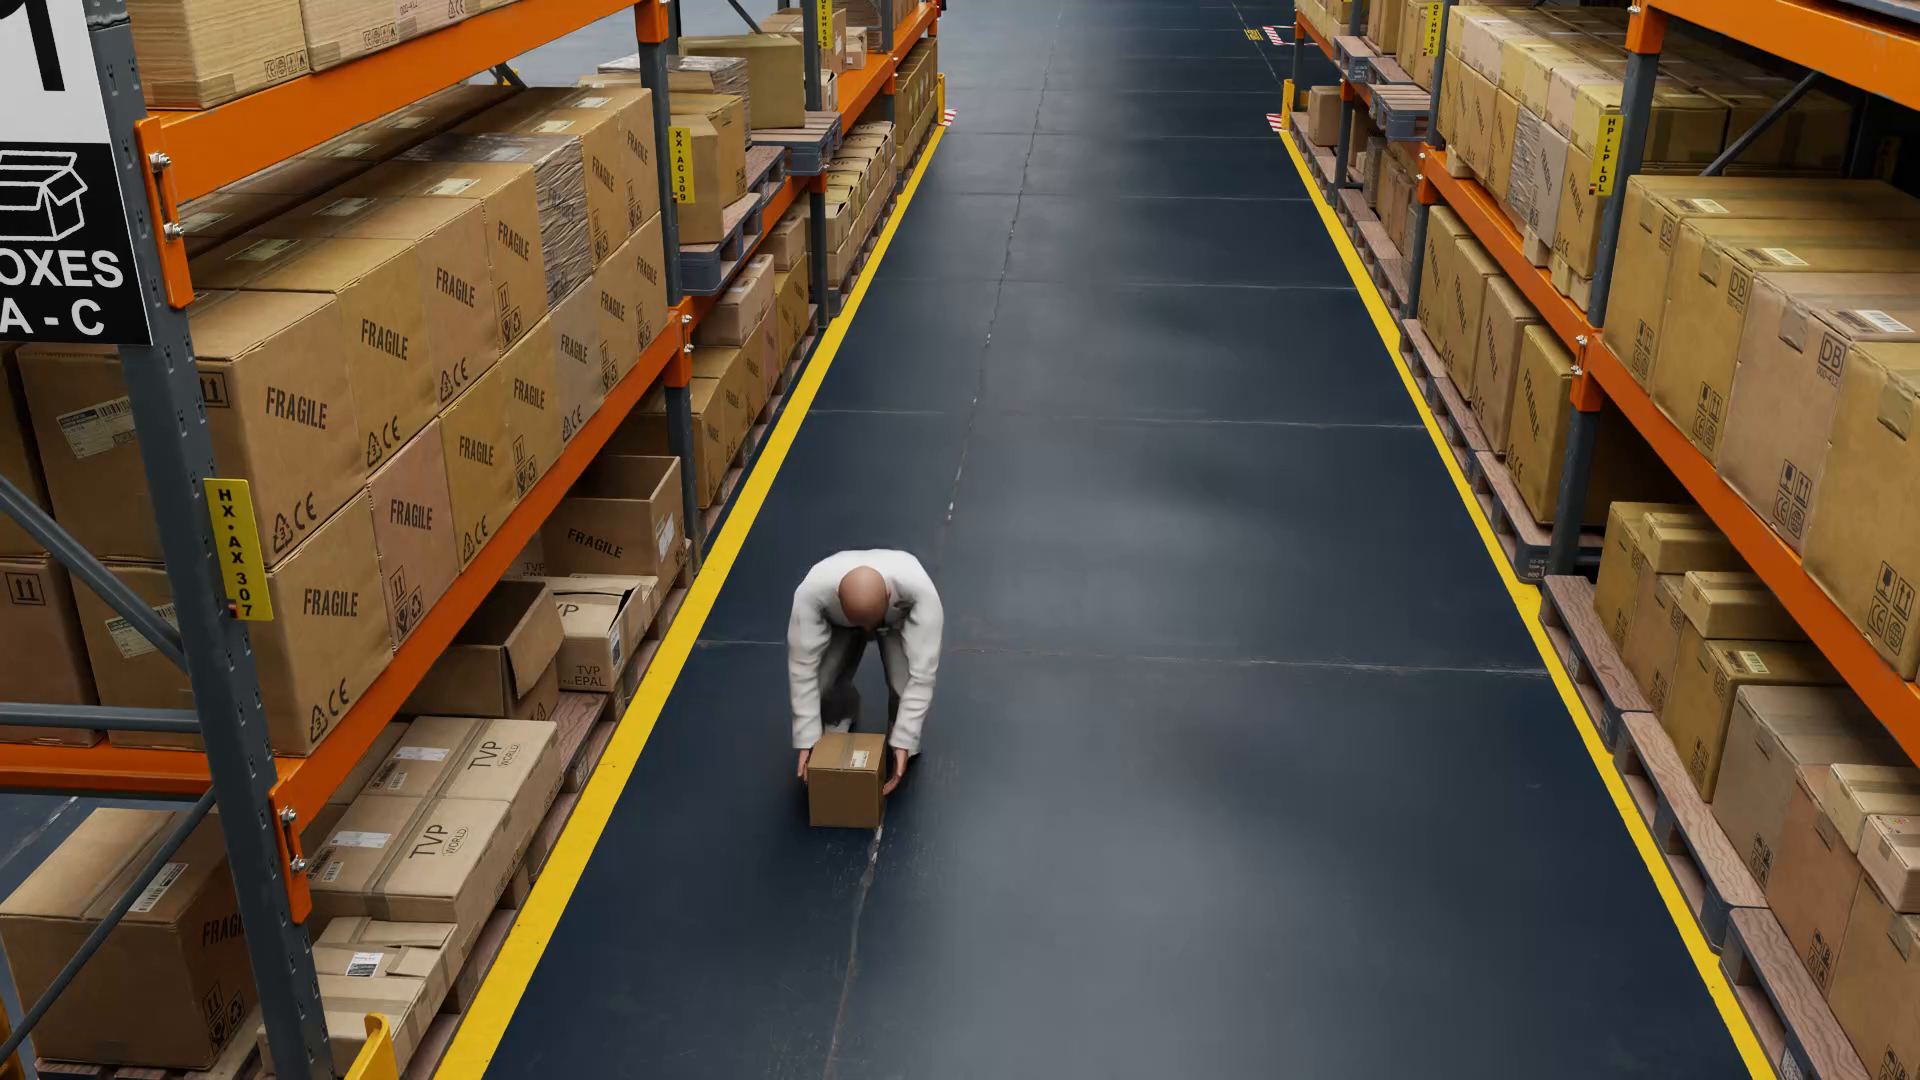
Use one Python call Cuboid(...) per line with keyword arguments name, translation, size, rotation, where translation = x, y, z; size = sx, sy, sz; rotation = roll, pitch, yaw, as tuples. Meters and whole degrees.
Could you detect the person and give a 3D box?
Cuboid(name="person", translation=(-0.349, 0.403, 6.241), size=(0.609, 0.947, 0.913), rotation=(3, 24, 7))
